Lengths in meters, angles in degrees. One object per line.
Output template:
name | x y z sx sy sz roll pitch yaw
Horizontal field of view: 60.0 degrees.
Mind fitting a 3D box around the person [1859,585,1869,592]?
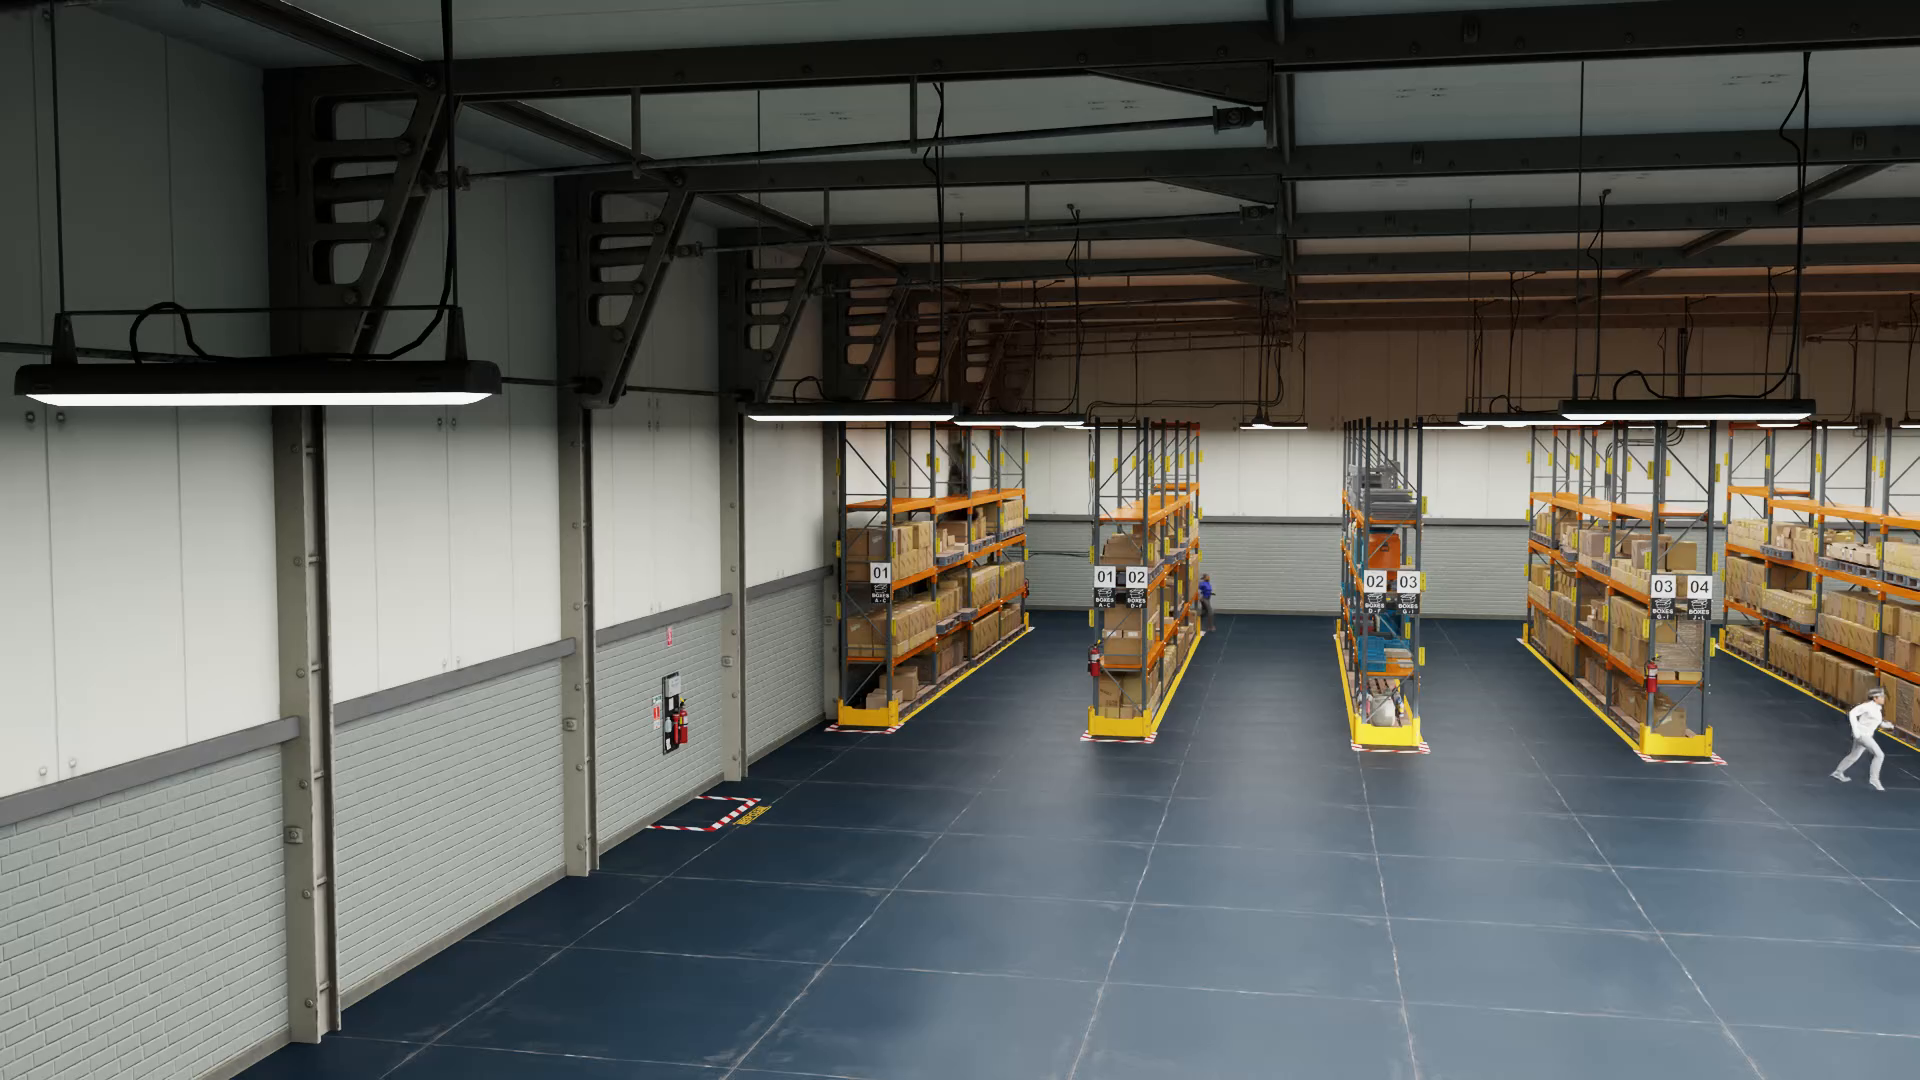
person | 24.544 1.980 45.143 0.619 1.626 0.574 0 4 -6

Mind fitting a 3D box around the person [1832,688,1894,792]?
person | 14.491 3.176 26.785 0.629 1.666 0.835 -4 5 -44

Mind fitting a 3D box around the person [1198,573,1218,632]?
person | 7.063 1.798 47.811 0.752 1.697 0.607 2 4 28
